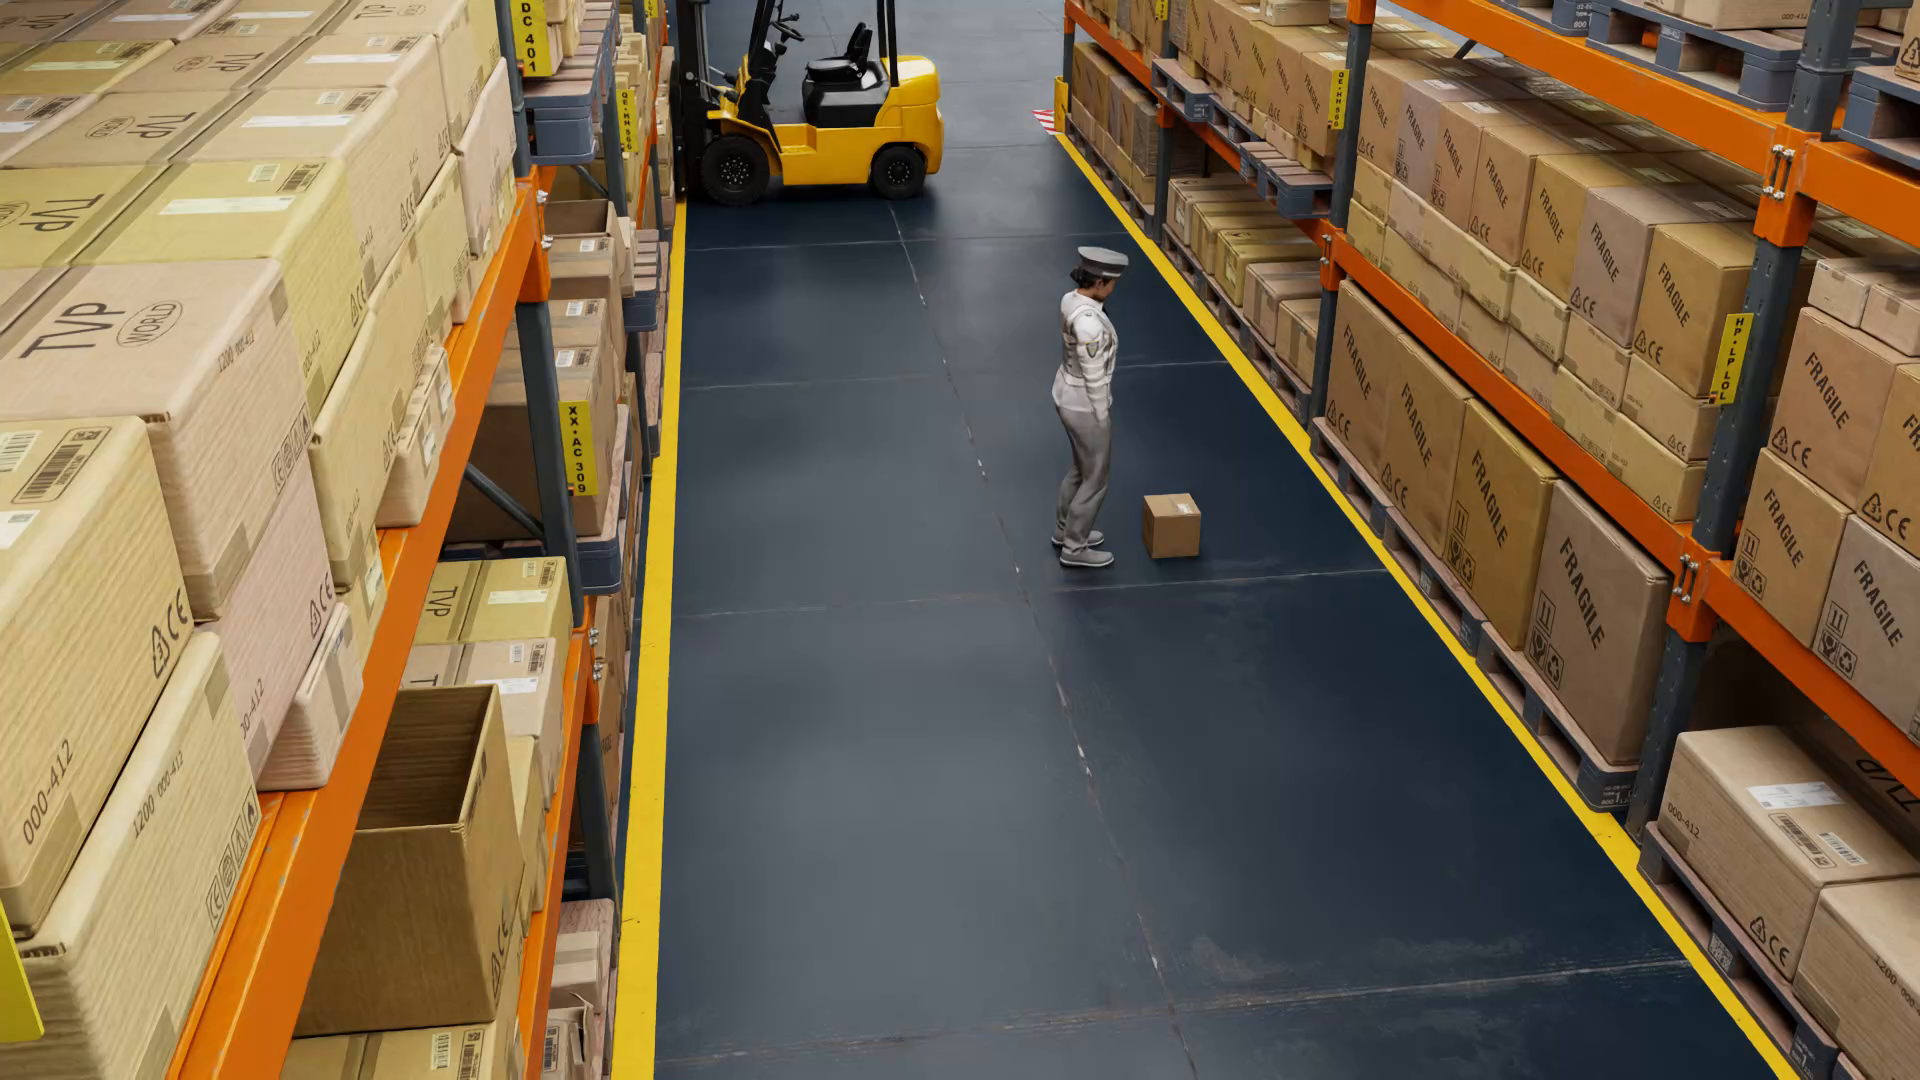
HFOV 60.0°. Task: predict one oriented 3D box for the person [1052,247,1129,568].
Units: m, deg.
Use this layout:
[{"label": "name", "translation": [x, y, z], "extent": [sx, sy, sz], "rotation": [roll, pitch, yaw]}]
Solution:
[{"label": "person", "translation": [0.643, -0.675, 8.443], "extent": [0.352, 1.657, 0.479], "rotation": [-3, 27, -6]}]
